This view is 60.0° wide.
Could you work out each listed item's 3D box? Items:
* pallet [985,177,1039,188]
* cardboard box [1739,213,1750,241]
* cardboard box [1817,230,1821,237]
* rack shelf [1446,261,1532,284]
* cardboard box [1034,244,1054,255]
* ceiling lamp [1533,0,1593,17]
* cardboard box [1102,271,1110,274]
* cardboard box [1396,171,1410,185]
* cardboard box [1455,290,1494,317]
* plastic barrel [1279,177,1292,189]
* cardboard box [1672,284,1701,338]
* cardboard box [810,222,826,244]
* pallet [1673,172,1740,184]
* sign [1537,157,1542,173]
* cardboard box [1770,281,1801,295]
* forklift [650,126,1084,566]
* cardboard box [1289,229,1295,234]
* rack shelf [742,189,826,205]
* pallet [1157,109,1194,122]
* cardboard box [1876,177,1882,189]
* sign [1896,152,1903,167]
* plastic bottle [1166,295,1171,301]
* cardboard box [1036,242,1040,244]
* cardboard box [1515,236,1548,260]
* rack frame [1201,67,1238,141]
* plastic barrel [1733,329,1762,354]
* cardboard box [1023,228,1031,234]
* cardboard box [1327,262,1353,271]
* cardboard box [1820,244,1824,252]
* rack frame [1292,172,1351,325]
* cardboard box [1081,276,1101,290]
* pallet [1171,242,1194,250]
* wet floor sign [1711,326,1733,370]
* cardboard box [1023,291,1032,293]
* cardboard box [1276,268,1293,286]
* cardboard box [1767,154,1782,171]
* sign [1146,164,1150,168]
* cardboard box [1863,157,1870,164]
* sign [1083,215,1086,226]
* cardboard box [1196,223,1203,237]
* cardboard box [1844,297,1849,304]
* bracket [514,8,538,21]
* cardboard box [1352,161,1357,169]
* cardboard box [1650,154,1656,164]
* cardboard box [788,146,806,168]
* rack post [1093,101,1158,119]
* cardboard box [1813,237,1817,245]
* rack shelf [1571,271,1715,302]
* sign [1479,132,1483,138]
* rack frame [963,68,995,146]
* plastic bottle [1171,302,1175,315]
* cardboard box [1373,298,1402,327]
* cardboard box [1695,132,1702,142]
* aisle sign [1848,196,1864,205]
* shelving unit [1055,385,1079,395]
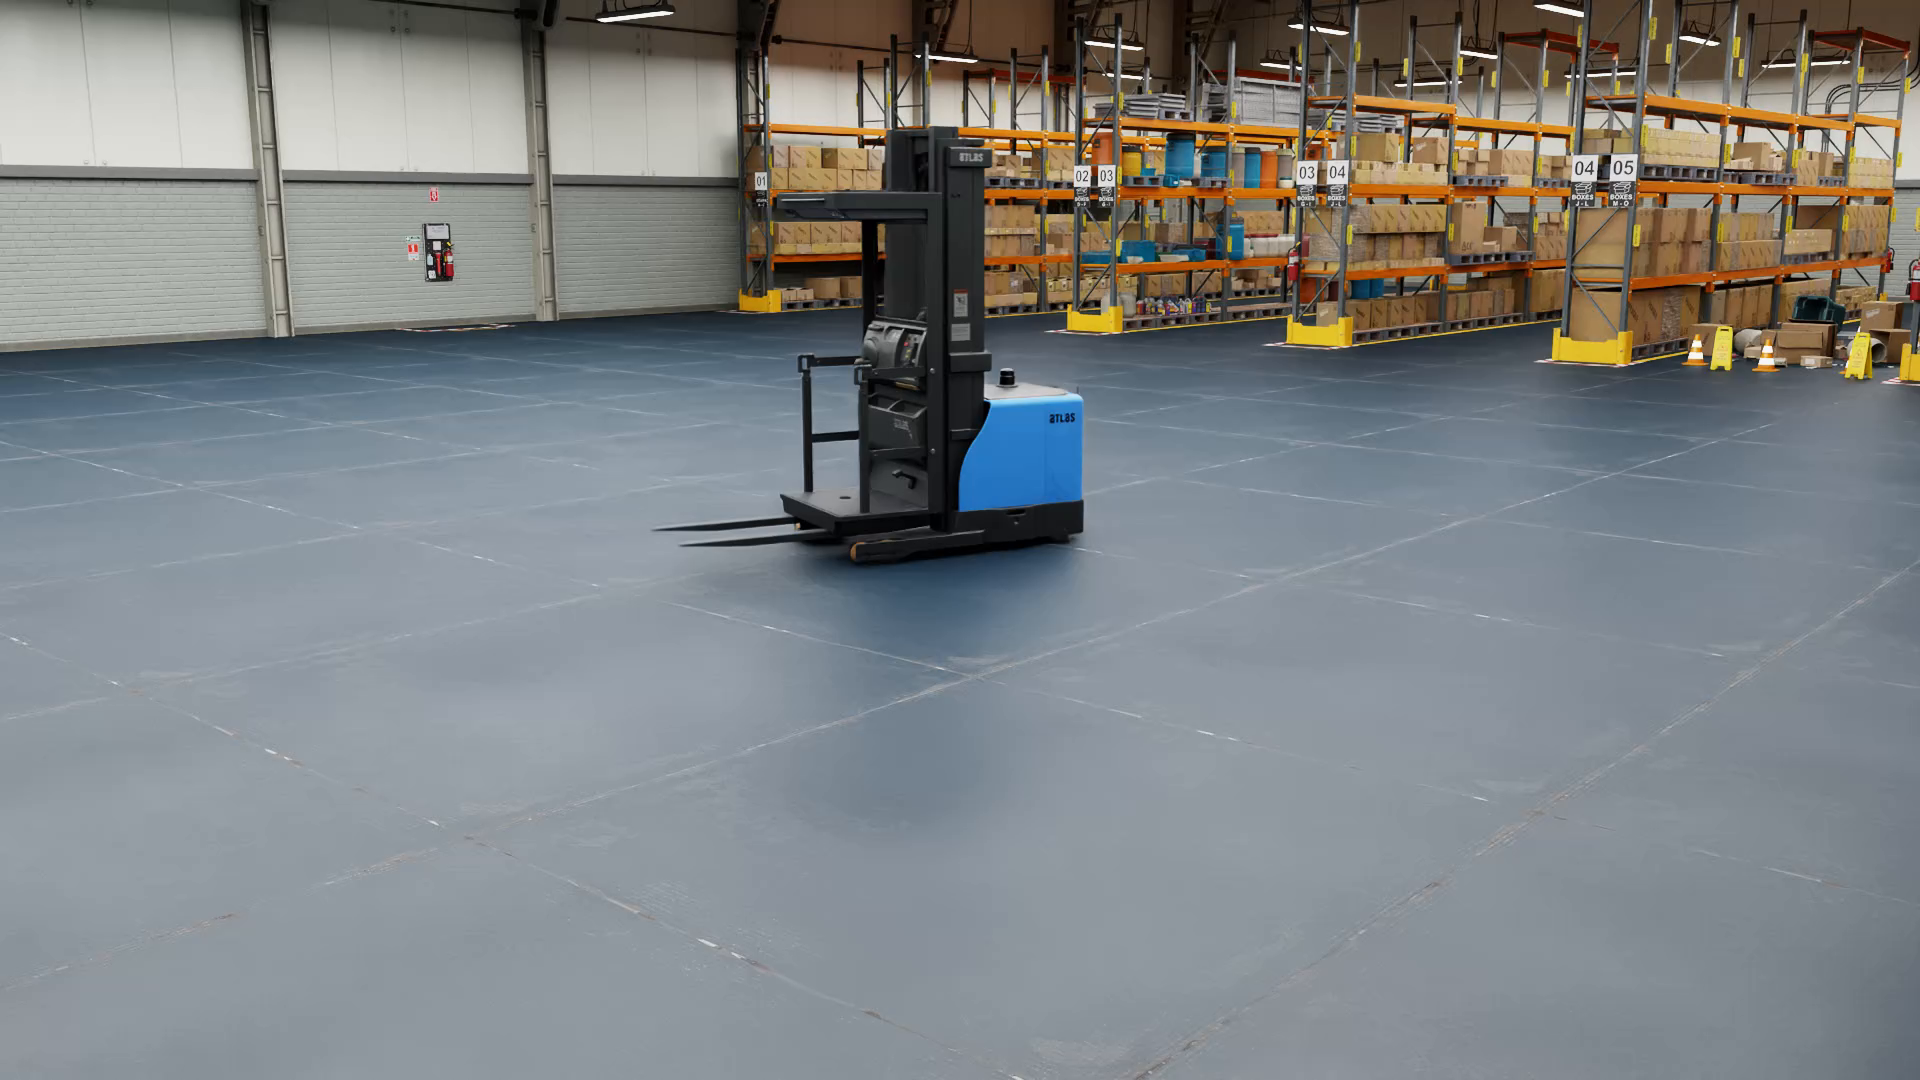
[{"bbox_3d":[1.036,-8.136,37.857,1.003,0.211,1.213,10,15,40],"label":"pallet"},{"bbox_3d":[14.007,-5.738,30.472,0.700,0.500,0.500,10,15,40],"label":"cardboard box"},{"bbox_3d":[17.318,-6.251,33.902,0.380,0.149,0.250,10,15,40],"label":"cardboard box"},{"bbox_3d":[10.339,-5.498,33.916,1.077,0.370,4.000,10,15,40],"label":"rack shelf"},{"bbox_3d":[1.872,-6.842,39.193,0.500,0.250,0.500,11,16,44],"label":"cardboard box"},{"bbox_3d":[11.000,-10.985,29.330,0.800,3.185,2.000,10,15,40],"label":"ceiling lamp"},{"bbox_3d":[4.042,-7.805,48.940,0.700,0.500,0.500,10,15,40],"label":"cardboard box"},{"bbox_3d":[7.896,-6.629,30.467,0.500,0.250,0.500,10,15,42],"label":"cardboard box"},{"bbox_3d":[10.506,-4.866,34.175,0.500,0.500,0.700,-11,15,-43],"label":"cardboard box"},{"bbox_3d":[7.274,-7.971,37.157,0.301,0.262,0.301,0,11,0],"label":"plastic barrel"},{"bbox_3d":[12.210,-3.981,28.836,0.875,0.875,0.875,10,15,41],"label":"cardboard box"},{"bbox_3d":[-3.564,-7.371,39.875,0.500,0.500,0.500,9,14,39],"label":"cardboard box"},{"bbox_3d":[13.246,-6.419,29.519,0.805,0.209,1.217,9,14,38],"label":"pallet"},{"bbox_3d":[12.065,-7.799,34.621,0.100,0.325,0.005,10,15,40],"label":"sign"},{"bbox_3d":[16.290,-4.981,32.888,0.500,0.250,0.500,10,15,40],"label":"cardboard box"},{"bbox_3d":[-0.642,-1.378,11.626,3.031,2.935,1.130,-6,13,-27],"label":"forklift"},{"bbox_3d":[9.070,-8.474,46.727,0.500,0.500,0.500,10,15,41],"label":"cardboard box"},{"bbox_3d":[-3.464,-8.302,40.295,1.077,0.370,4.000,10,15,40],"label":"rack shelf"},{"bbox_3d":[3.969,-8.545,33.520,1.003,0.211,1.213,10,15,40],"label":"pallet"},{"bbox_3d":[19.829,-7.815,36.404,0.500,0.250,0.500,11,15,43],"label":"cardboard box"},{"bbox_3d":[21.003,-8.496,37.172,0.100,0.325,0.005,10,15,40],"label":"sign"},{"bbox_3d":[4.453,-5.048,35.469,0.144,0.351,0.185,10,15,42],"label":"plastic bottle"},{"bbox_3d":[2.071,-8.236,46.379,0.380,0.149,0.250,10,15,42],"label":"cardboard box"},{"bbox_3d":[12.184,-6.230,35.491,0.500,0.500,0.500,10,15,42],"label":"cardboard box"},{"bbox_3d":[6.860,-10.957,44.093,1.000,3.000,0.127,10,15,40],"label":"rack frame"},{"bbox_3d":[13.081,-3.272,27.511,0.421,0.421,0.512,-2,11,-9],"label":"plastic barrel"},{"bbox_3d":[1.396,-7.101,38.194,0.380,0.149,0.250,9,15,39],"label":"cardboard box"},{"bbox_3d":[6.745,-4.856,29.506,0.380,0.149,0.250,10,15,40],"label":"cardboard box"},{"bbox_3d":[17.508,-6.001,34.169,0.380,0.149,0.250,10,15,40],"label":"cardboard box"},{"bbox_3d":[6.378,-4.968,29.426,1.000,3.000,0.127,10,15,40],"label":"rack frame"},{"bbox_3d":[3.053,-6.225,40.237,0.500,0.311,0.500,10,15,42],"label":"cardboard box"},{"bbox_3d":[5.500,-7.619,43.188,1.003,0.211,1.213,10,15,40],"label":"pallet"},{"bbox_3d":[11.505,-2.897,25.068,0.267,0.644,0.232,7,13,31],"label":"wet floor sign"},{"bbox_3d":[1.636,-5.794,39.509,0.500,0.250,0.500,10,15,40],"label":"cardboard box"},{"bbox_3d":[9.327,-7.481,47.269,0.500,0.500,0.500,10,15,40],"label":"cardboard box"},{"bbox_3d":[14.853,-6.978,30.733,0.500,0.311,0.500,10,15,40],"label":"cardboard box"},{"bbox_3d":[4.632,-9.117,41.016,0.100,0.325,0.005,10,15,40],"label":"sign"},{"bbox_3d":[19.236,-8.114,35.607,0.380,0.149,0.250,11,16,43],"label":"cardboard box"},{"bbox_3d":[3.551,-9.115,47.435,0.100,0.325,0.005,10,15,40],"label":"sign"},{"bbox_3d":[5.973,-8.120,43.878,0.500,0.500,0.700,-9,15,-39],"label":"cardboard box"},{"bbox_3d":[19.051,-5.209,36.080,0.380,0.149,0.250,11,16,43],"label":"cardboard box"},{"bbox_3d":[-8.940,-10.821,34.225,0.235,0.232,0.430,10,15,40],"label":"bracket"},{"bbox_3d":[6.733,-6.571,29.161,0.380,0.149,0.250,10,15,40],"label":"cardboard box"},{"bbox_3d":[10.672,-5.961,26.054,0.380,0.149,0.250,10,15,41],"label":"cardboard box"},{"bbox_3d":[-3.979,-9.002,39.105,0.500,0.500,0.500,10,15,40],"label":"cardboard box"},{"bbox_3d":[3.252,-8.400,32.568,0.954,0.300,0.937,-10,15,-41],"label":"rack post"},{"bbox_3d":[17.155,-6.068,33.742,0.380,0.149,0.250,9,14,37],"label":"cardboard box"},{"bbox_3d":[11.357,-4.253,27.684,1.077,0.370,4.000,10,15,40],"label":"rack shelf"},{"bbox_3d":[13.643,-10.677,43.518,0.100,0.325,0.005,10,15,40],"label":"sign"},{"bbox_3d":[0.497,-11.008,44.350,1.000,3.000,0.127,10,15,40],"label":"rack frame"},{"bbox_3d":[4.381,-4.778,34.316,0.097,0.271,0.097,0,11,0],"label":"plastic bottle"},{"bbox_3d":[8.001,-4.296,31.372,0.500,0.500,0.500,8,14,35],"label":"cardboard box"},{"bbox_3d":[12.007,-6.650,27.466,0.380,0.149,0.250,10,15,41],"label":"cardboard box"},{"bbox_3d":[20.422,-7.990,37.920,0.394,0.787,0.004,10,15,40],"label":"aisle sign"},{"bbox_3d":[0.765,-0.645,12.752,0.215,1.050,0.252,6,13,24],"label":"shelving unit"}]
